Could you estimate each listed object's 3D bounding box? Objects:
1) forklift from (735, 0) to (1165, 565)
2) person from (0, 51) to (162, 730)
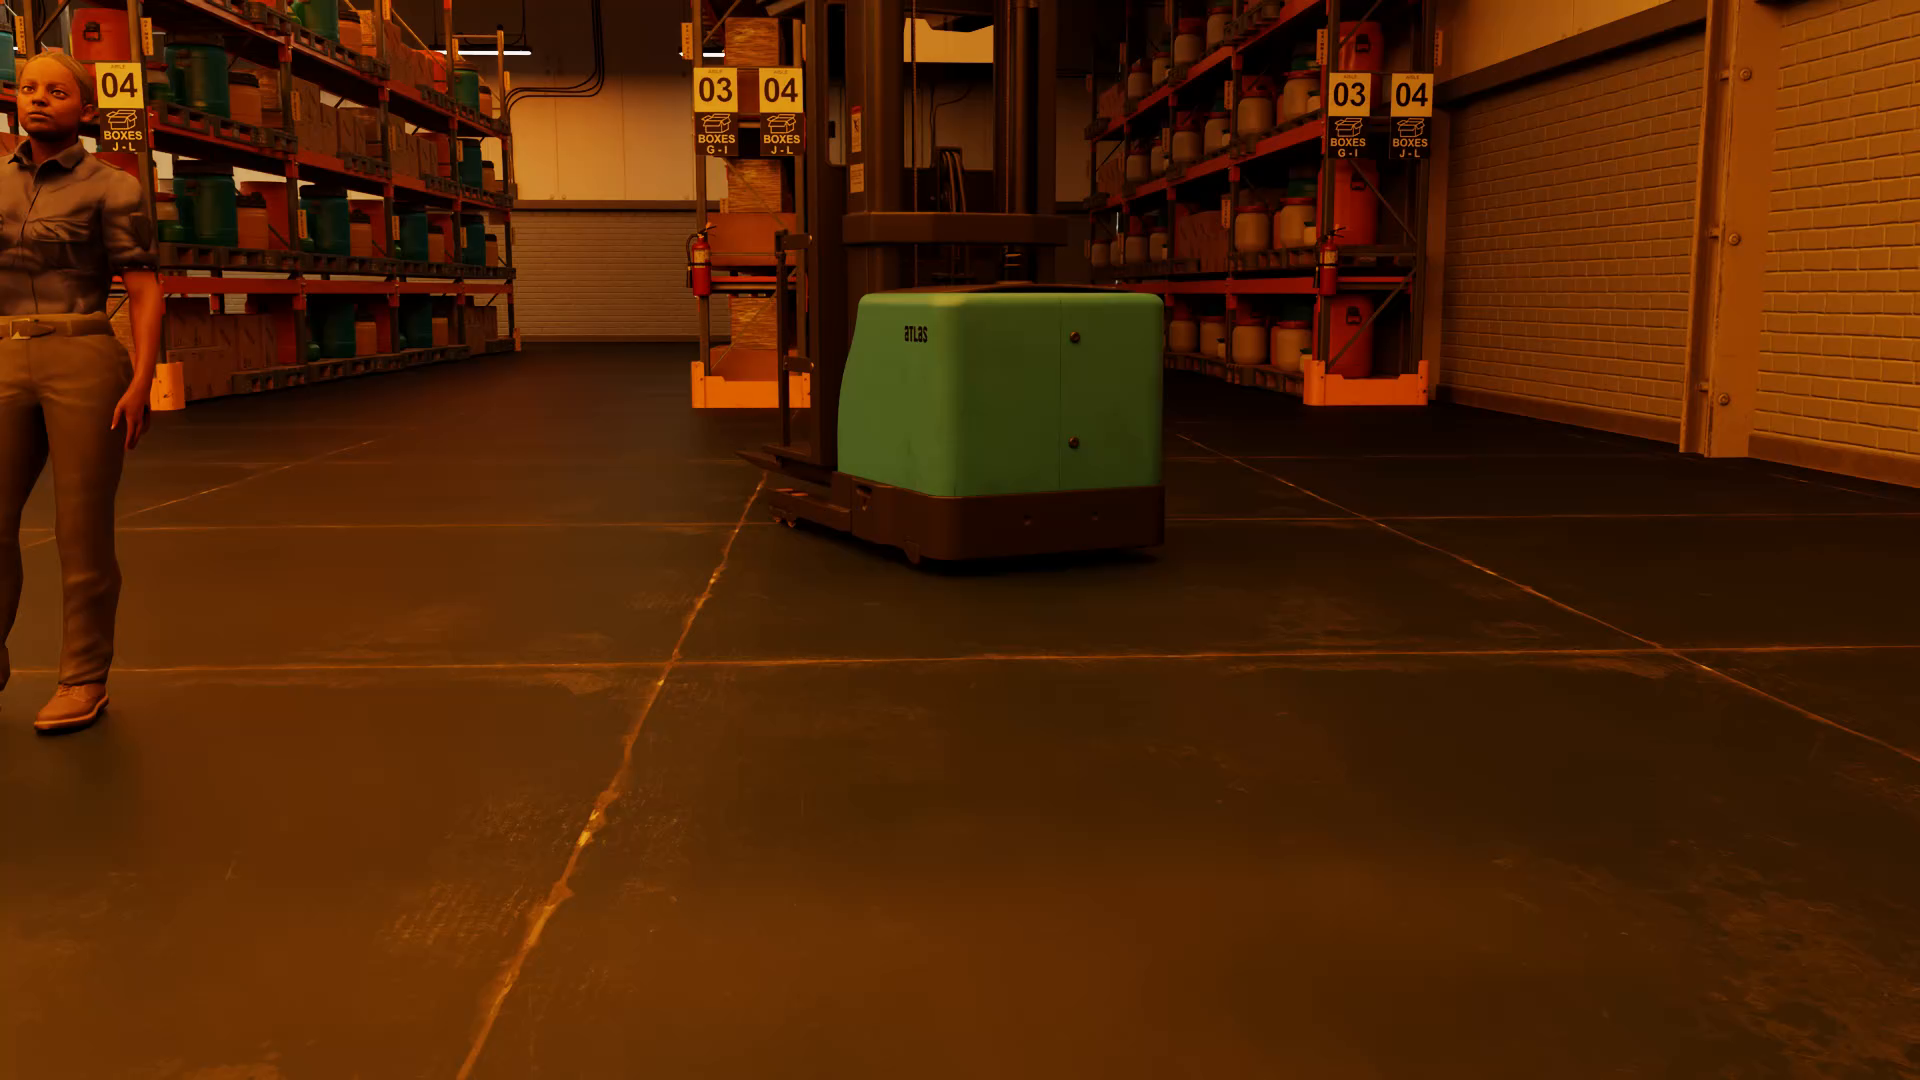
[{"bbox_3d":[-0.264,-1.530,7.637,1.130,2.935,3.031,-4,9,-25],"label":"forklift"},{"bbox_3d":[-2.286,-0.365,4.084,0.570,1.654,0.504,0,8,1],"label":"person"}]
